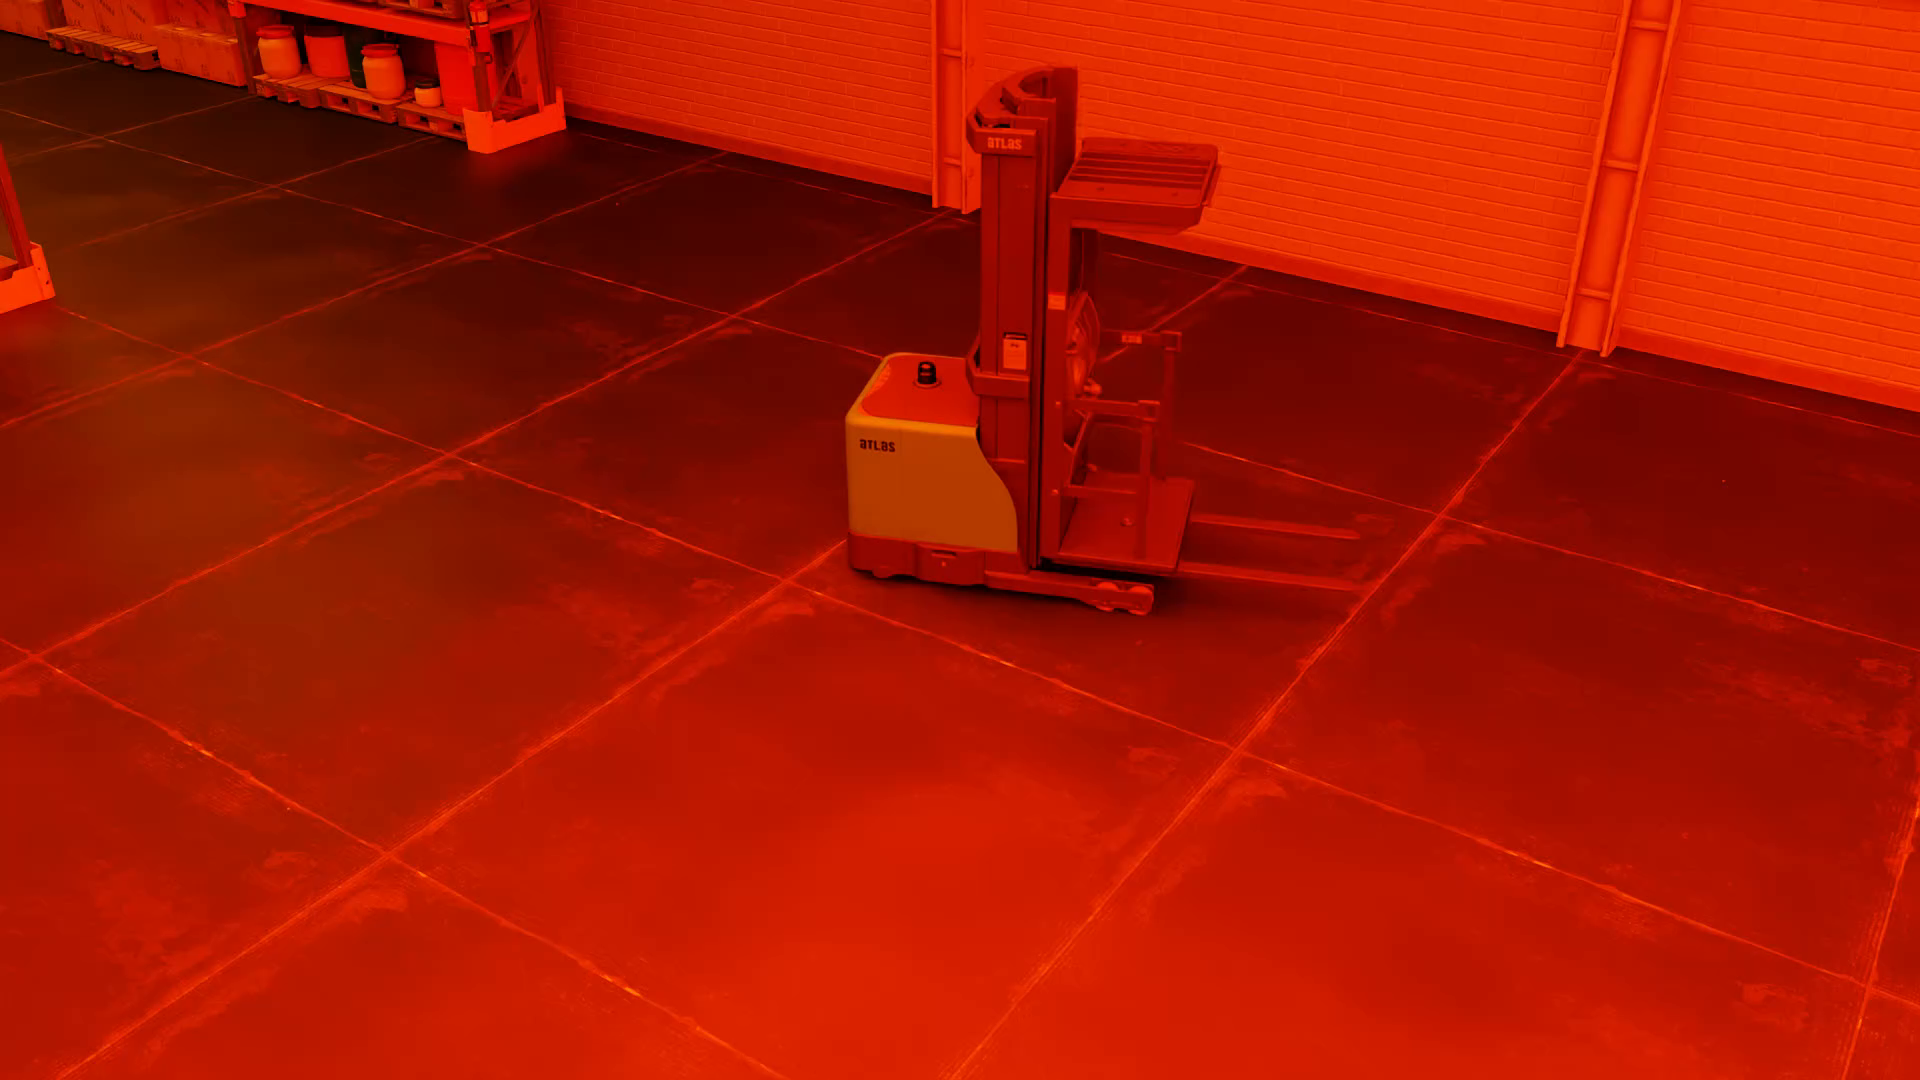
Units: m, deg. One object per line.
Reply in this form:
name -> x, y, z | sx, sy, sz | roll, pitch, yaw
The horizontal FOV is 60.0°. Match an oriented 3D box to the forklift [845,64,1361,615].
forklift -> 0.890, -1.122, 9.514 | 3.031, 2.935, 1.130 | 7, 31, 11

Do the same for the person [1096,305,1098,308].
person -> 0.525, -1.106, 11.008 | 0.856, 1.423, 1.196 | -1, 30, -1
